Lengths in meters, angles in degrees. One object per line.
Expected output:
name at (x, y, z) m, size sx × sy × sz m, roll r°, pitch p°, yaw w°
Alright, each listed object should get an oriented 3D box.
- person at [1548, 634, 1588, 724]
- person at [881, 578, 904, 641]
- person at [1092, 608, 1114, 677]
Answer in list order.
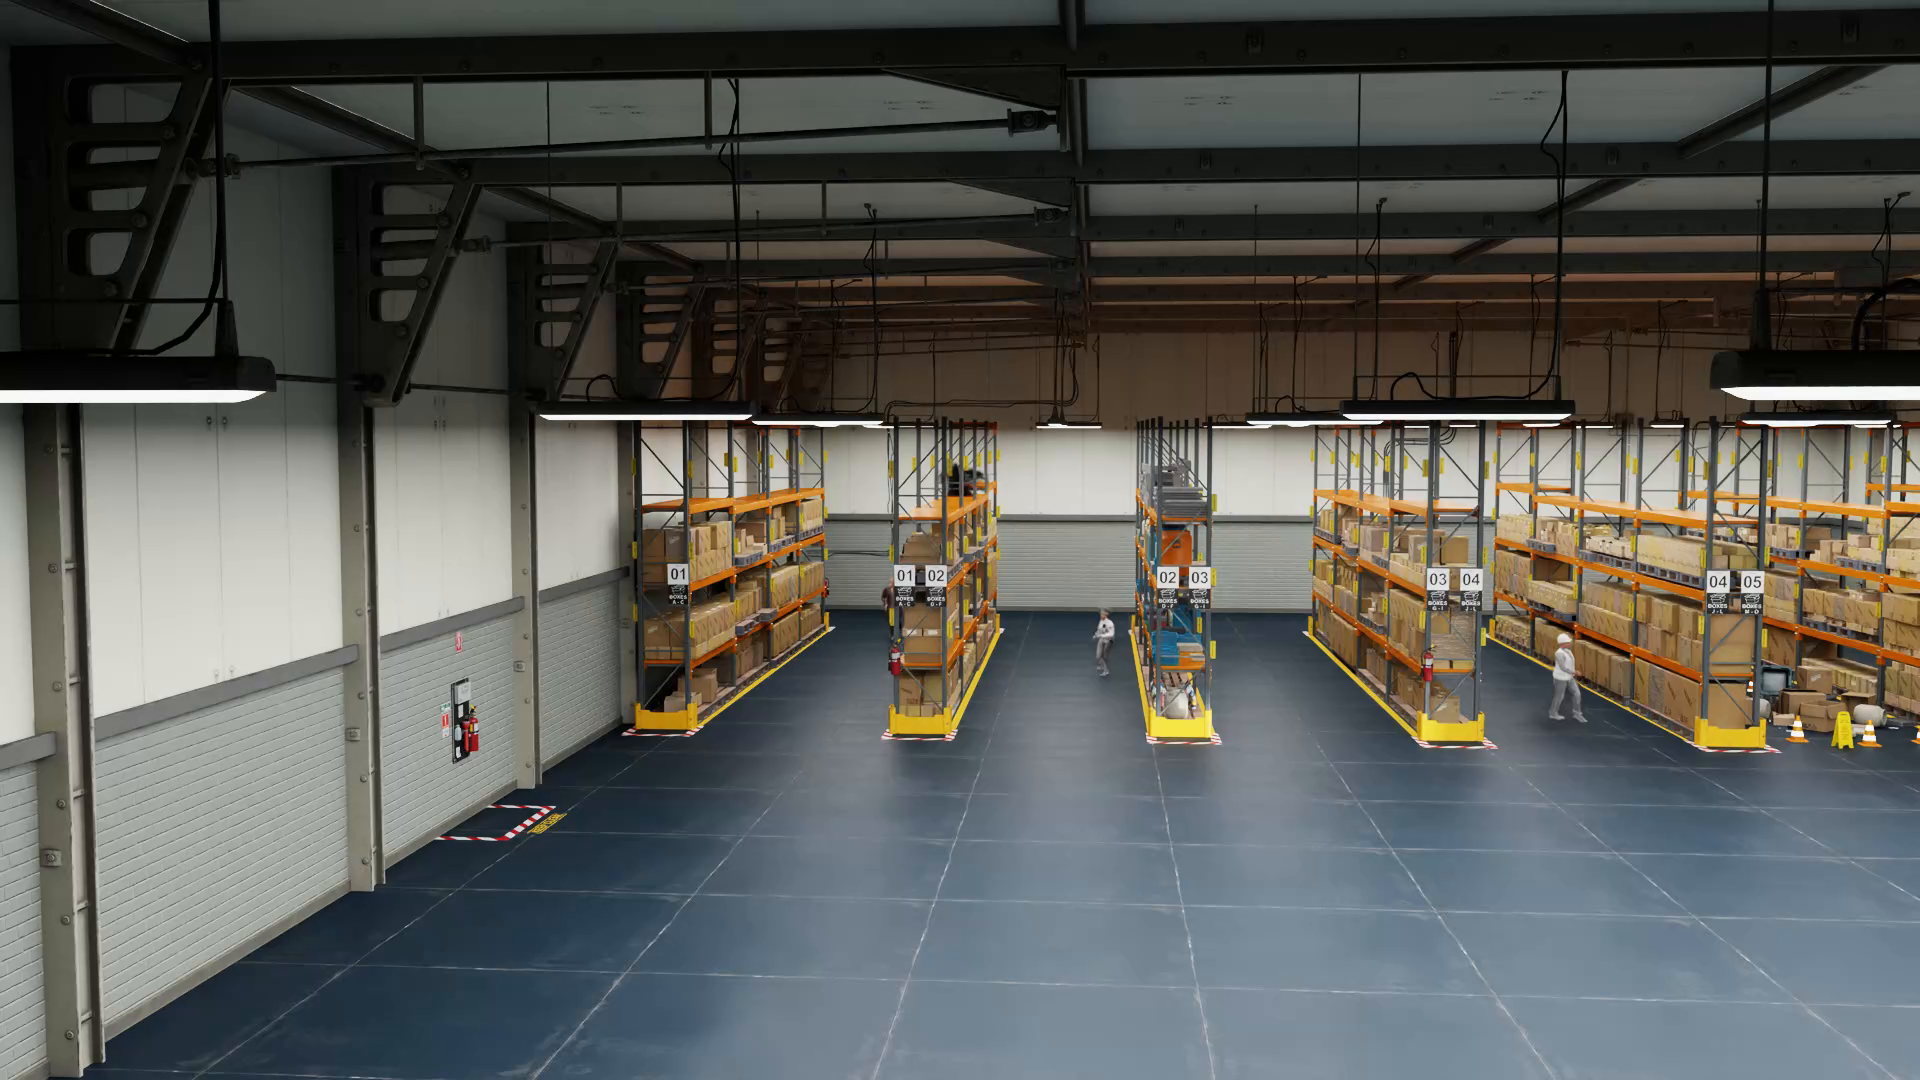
person at (11.856, 2.706, 32.589) m, size 0.647 × 1.766 × 0.734 m, roll -3°, pitch 5°, yaw -41°
person at (-1.825, 1.892, 45.570) m, size 0.693 × 1.724 × 0.675 m, roll 0°, pitch 4°, yaw 6°
person at (3.409, 2.392, 39.029) m, size 0.710 × 1.632 × 0.636 m, roll 3°, pitch 5°, yaw 40°
